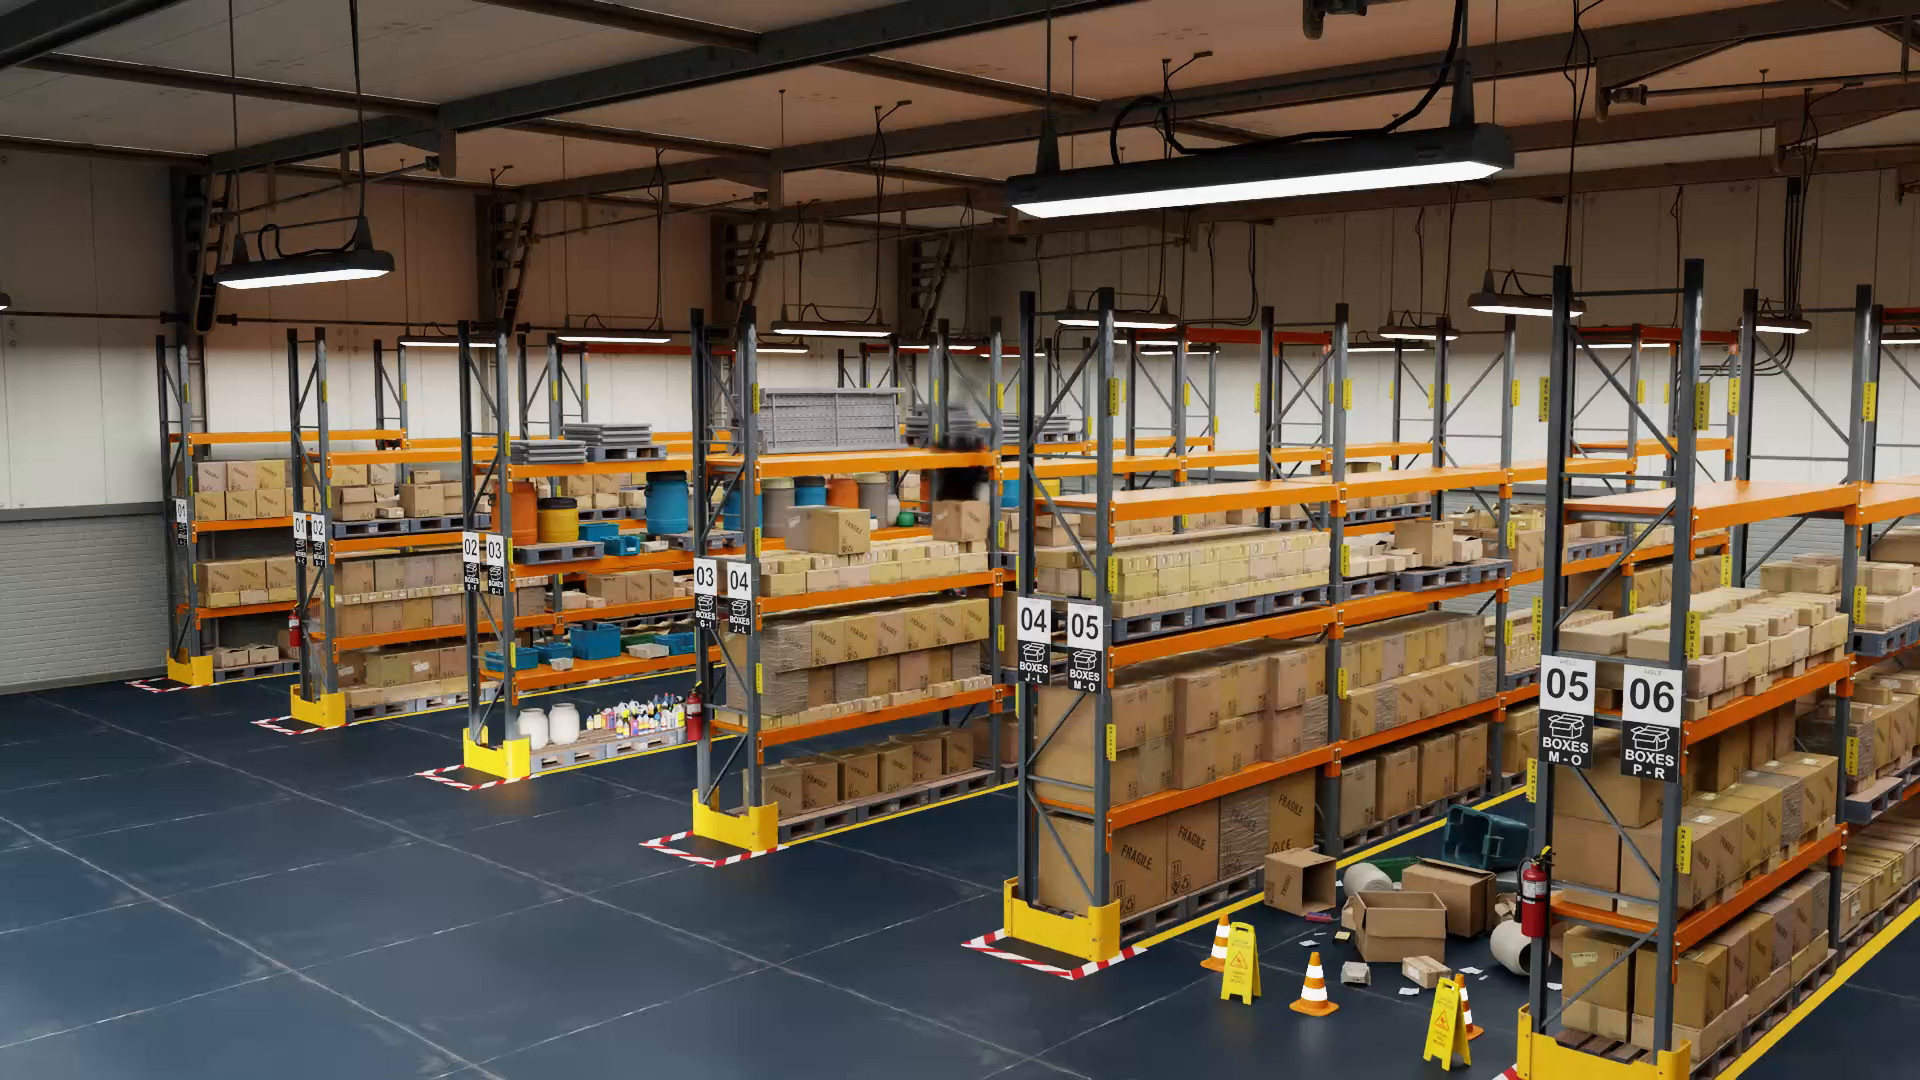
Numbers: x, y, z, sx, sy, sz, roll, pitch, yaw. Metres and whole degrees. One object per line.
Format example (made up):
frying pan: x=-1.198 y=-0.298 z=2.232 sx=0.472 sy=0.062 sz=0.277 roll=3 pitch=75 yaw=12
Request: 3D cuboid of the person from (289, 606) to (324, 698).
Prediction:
person: x=-10.616 y=1.848 z=27.126 sx=0.566 sy=1.561 sz=0.572 roll=5 pitch=7 yaw=41
